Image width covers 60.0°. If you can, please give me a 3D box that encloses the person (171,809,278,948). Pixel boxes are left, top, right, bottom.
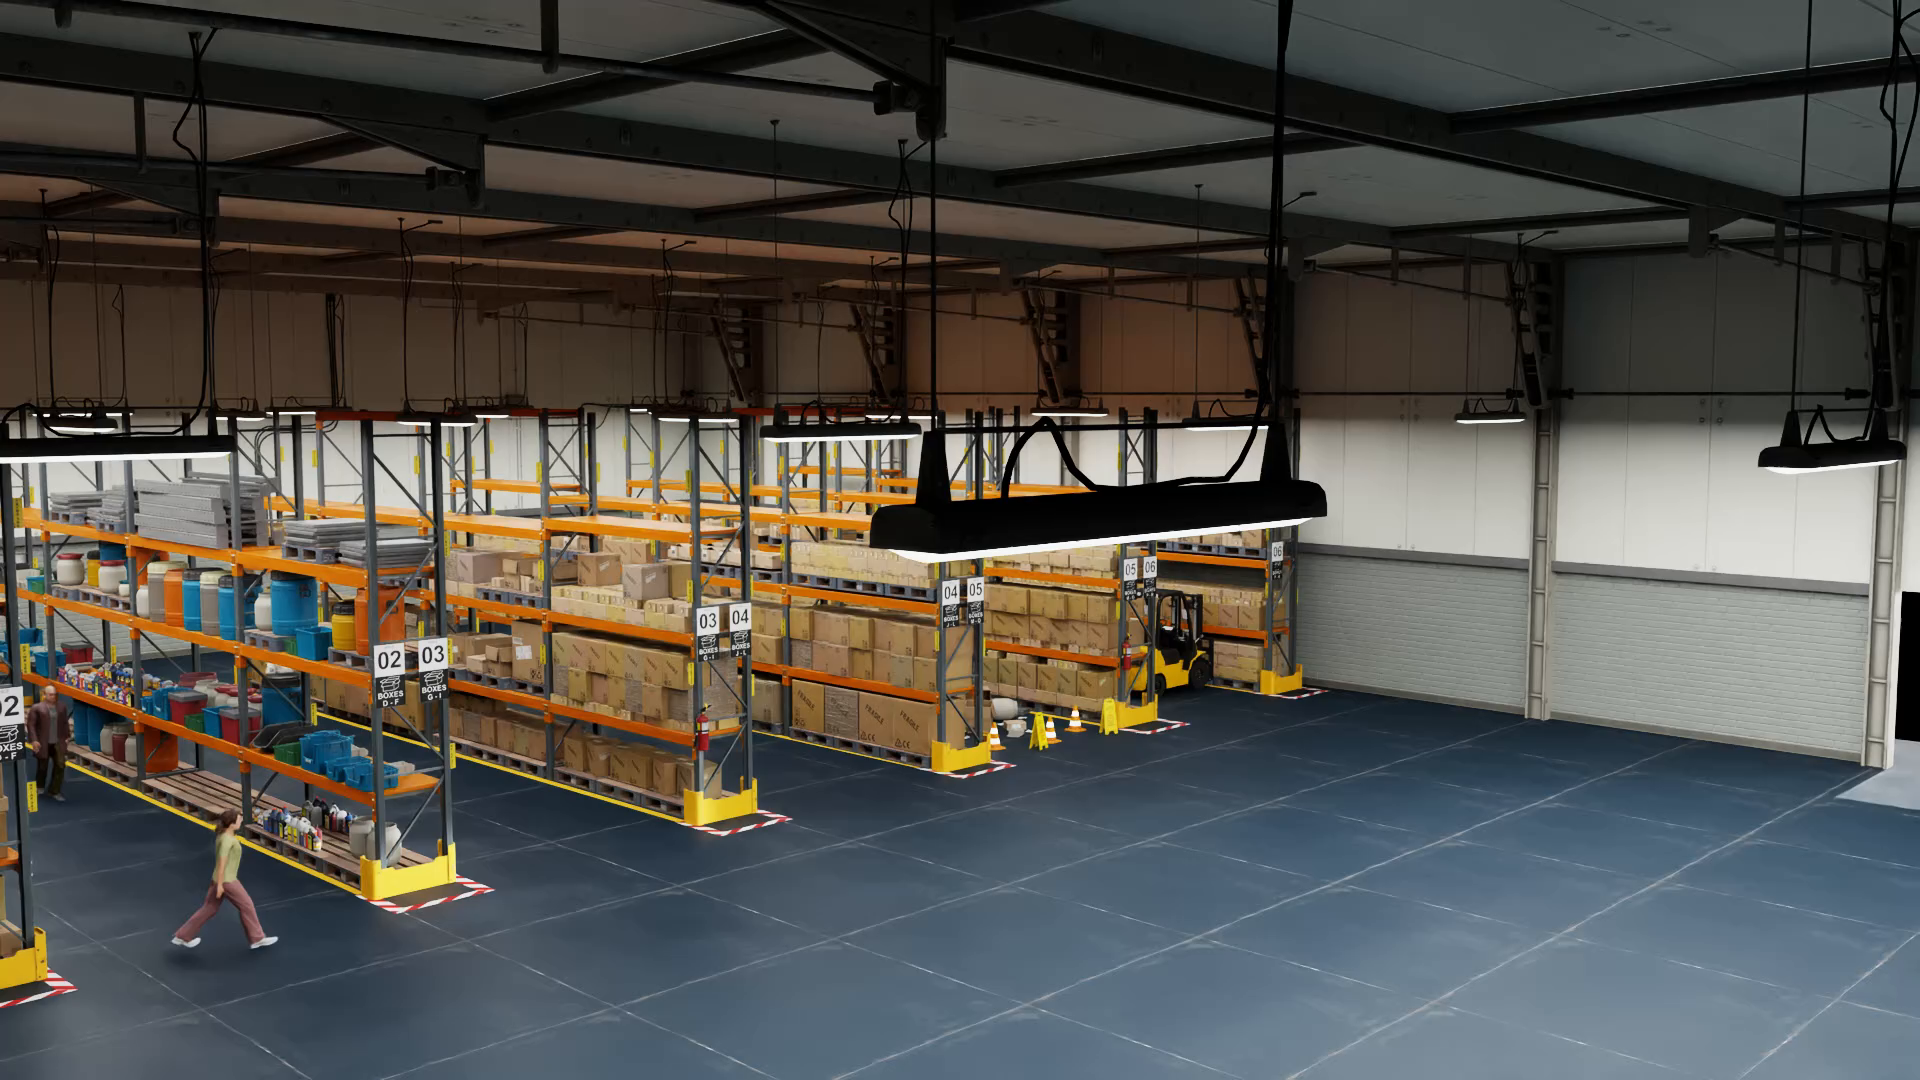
[{"bbox_3d":[-8.359,3.857,18.853,1.099,1.610,0.456,-2,6,-26],"label":"person"}]

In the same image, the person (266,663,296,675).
[{"bbox_3d":[-12.699,2.744,31.108,0.618,1.680,0.736,-4,6,-37],"label":"person"}]

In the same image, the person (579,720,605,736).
[{"bbox_3d":[-6.605,2.797,30.024,1.079,1.705,0.694,3,6,34],"label":"person"}]

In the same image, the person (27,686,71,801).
[{"bbox_3d":[-14.228,3.183,26.013,0.728,1.816,0.675,4,6,38],"label":"person"}]
